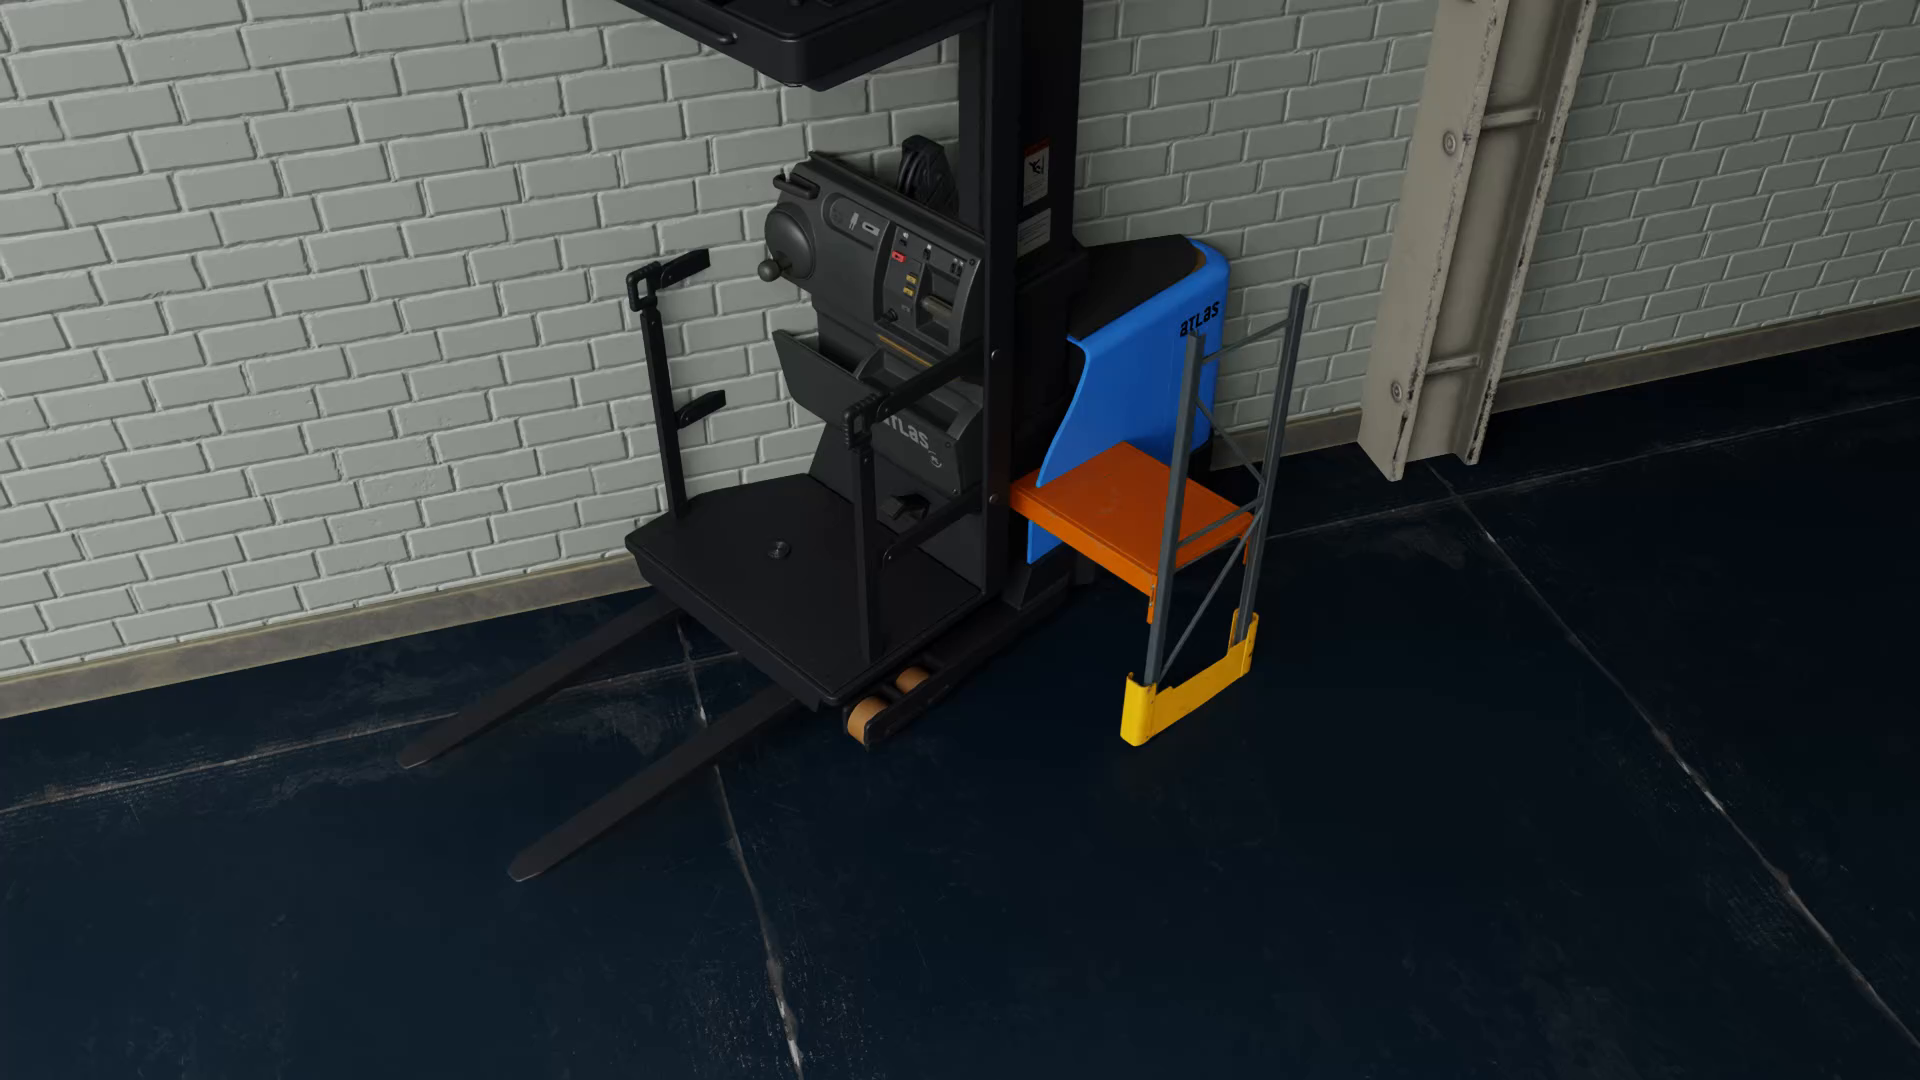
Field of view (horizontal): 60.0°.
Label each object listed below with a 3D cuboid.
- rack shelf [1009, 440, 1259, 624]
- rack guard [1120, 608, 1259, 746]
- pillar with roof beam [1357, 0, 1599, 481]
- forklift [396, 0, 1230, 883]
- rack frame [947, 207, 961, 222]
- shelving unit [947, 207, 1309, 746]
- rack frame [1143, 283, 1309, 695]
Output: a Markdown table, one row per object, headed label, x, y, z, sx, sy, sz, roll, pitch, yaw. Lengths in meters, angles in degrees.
| label | x | y | z | sx | sy | sz | roll | pitch | yaw |
| --- | --- | --- | --- | --- | --- | --- | --- | --- | --- |
| rack shelf | 0.457 | -0.131 | 5.576 | 0.538 | 0.185 | 1.000 | -26 | 45 | -34 |
| rack guard | 0.769 | 0.451 | 5.546 | 0.587 | 0.250 | 0.087 | -26 | 45 | -34 |
| pillar with roof beam | 3.120 | -1.051 | 0.614 | 0.400 | 9.000 | 9.100 | -12 | 42 | -13 |
| forklift | -0.442 | -0.811 | 4.951 | 1.130 | 2.935 | 3.031 | 33 | 51 | 32 |
| rack frame | 0.123 | -0.507 | 5.772 | 0.500 | 1.500 | 0.032 | -26 | 45 | -34 |
| shelving unit | 0.456 | -0.282 | 5.477 | 0.587 | 1.500 | 1.083 | -26 | 45 | -34 |
| rack frame | 0.802 | -0.048 | 5.170 | 0.500 | 1.500 | 0.032 | -26 | 45 | -34 |
